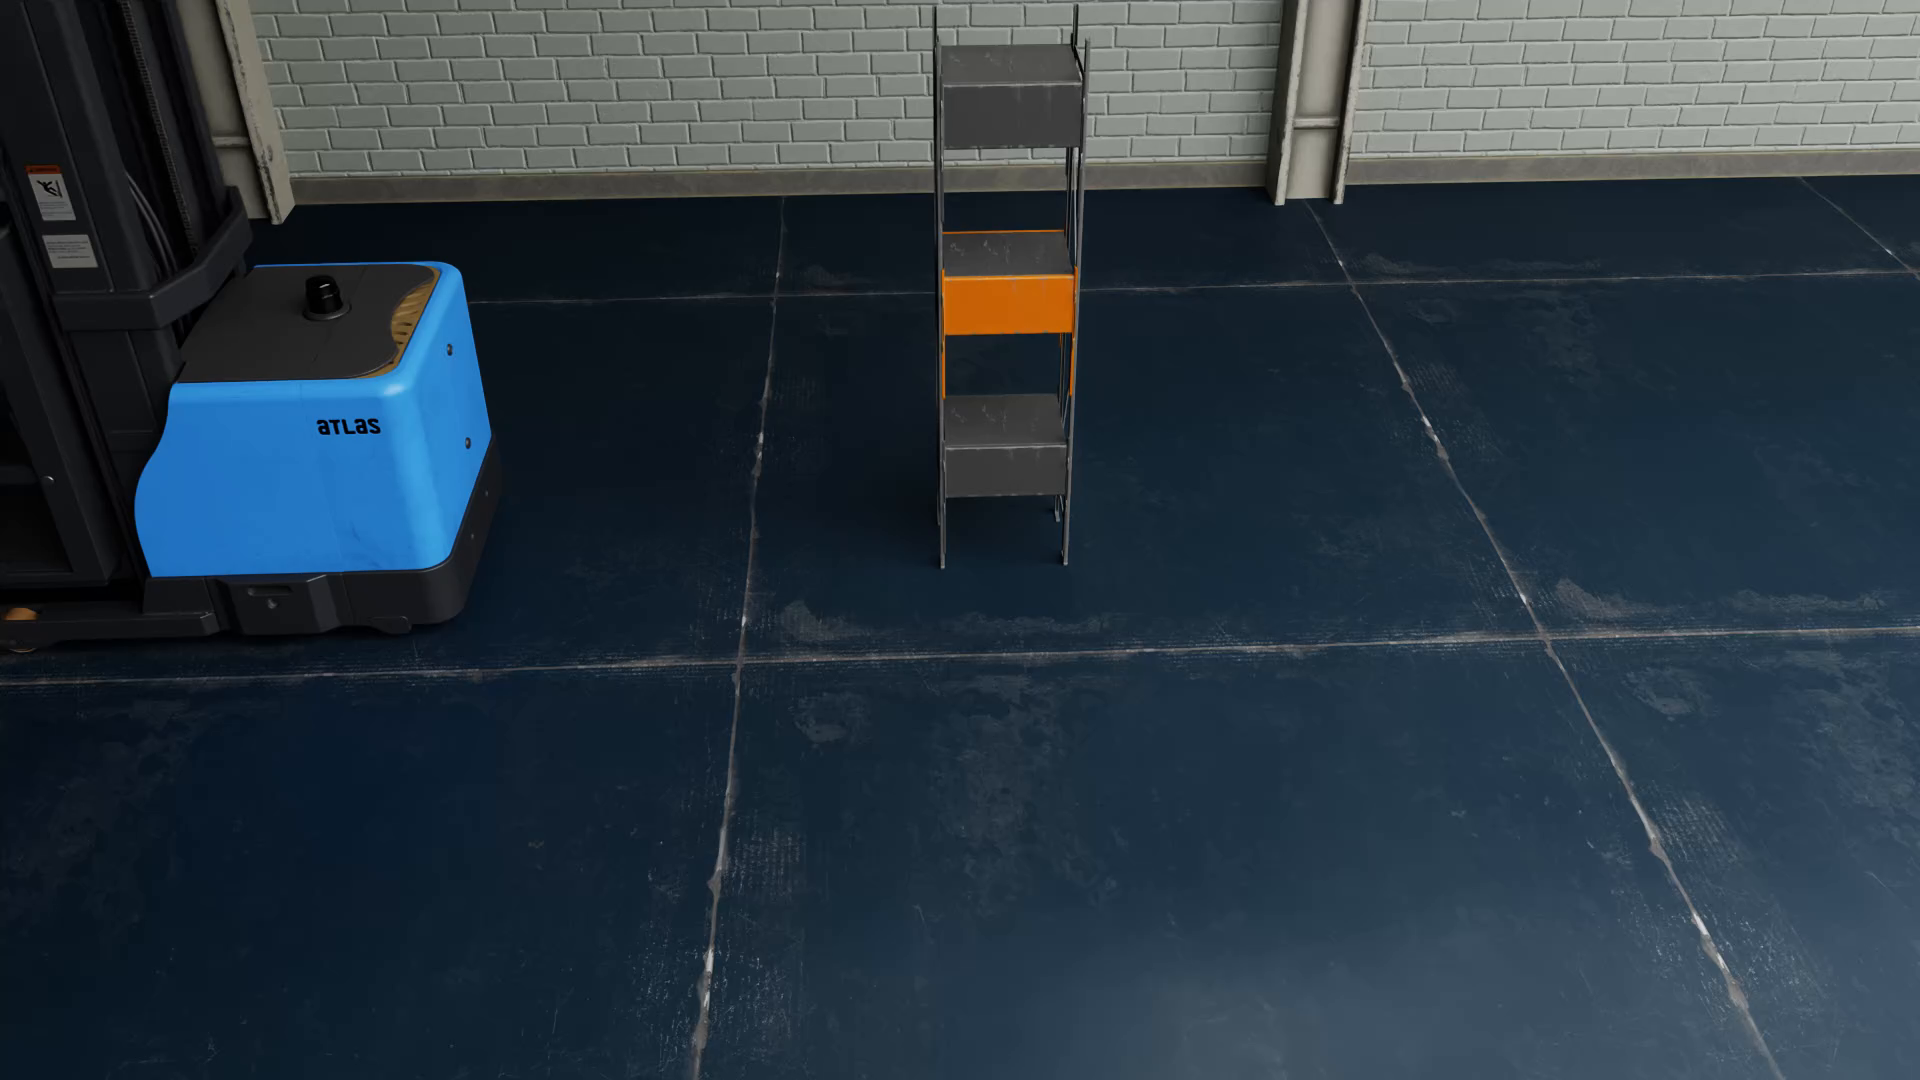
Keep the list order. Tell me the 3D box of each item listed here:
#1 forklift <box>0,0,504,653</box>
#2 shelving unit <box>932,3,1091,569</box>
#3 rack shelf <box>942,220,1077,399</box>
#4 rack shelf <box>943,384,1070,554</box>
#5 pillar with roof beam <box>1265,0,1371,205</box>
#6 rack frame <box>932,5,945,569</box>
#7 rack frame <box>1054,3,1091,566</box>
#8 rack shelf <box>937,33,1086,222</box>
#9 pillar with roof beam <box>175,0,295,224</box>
[{"bbox_3d":[-3.400,-1.093,5.754,3.031,2.935,1.130,-2,35,-2],"label":"forklift"},{"bbox_3d":[0.165,-0.868,6.159,0.503,2.100,0.431,-2,35,-2],"label":"shelving unit"},{"bbox_3d":[0.165,-0.857,6.167,0.480,0.518,0.431,-2,35,-2],"label":"rack shelf"},{"bbox_3d":[0.165,-0.281,6.565,0.480,0.518,0.431,-2,35,-2],"label":"rack shelf"},{"bbox_3d":[2.195,-3.263,3.558,0.400,9.000,9.100,-2,35,-2],"label":"pillar with roof beam"},{"bbox_3d":[-0.078,-0.861,6.149,0.015,2.100,0.400,-2,35,-2],"label":"rack frame"},{"bbox_3d":[0.409,-0.874,6.168,0.015,2.100,0.400,-2,35,-2],"label":"rack frame"},{"bbox_3d":[0.165,-1.432,5.768,0.480,0.518,0.431,-2,35,-2],"label":"rack shelf"},{"bbox_3d":[-3.798,-3.102,3.324,0.400,9.000,9.100,-2,35,-2],"label":"pillar with roof beam"}]
